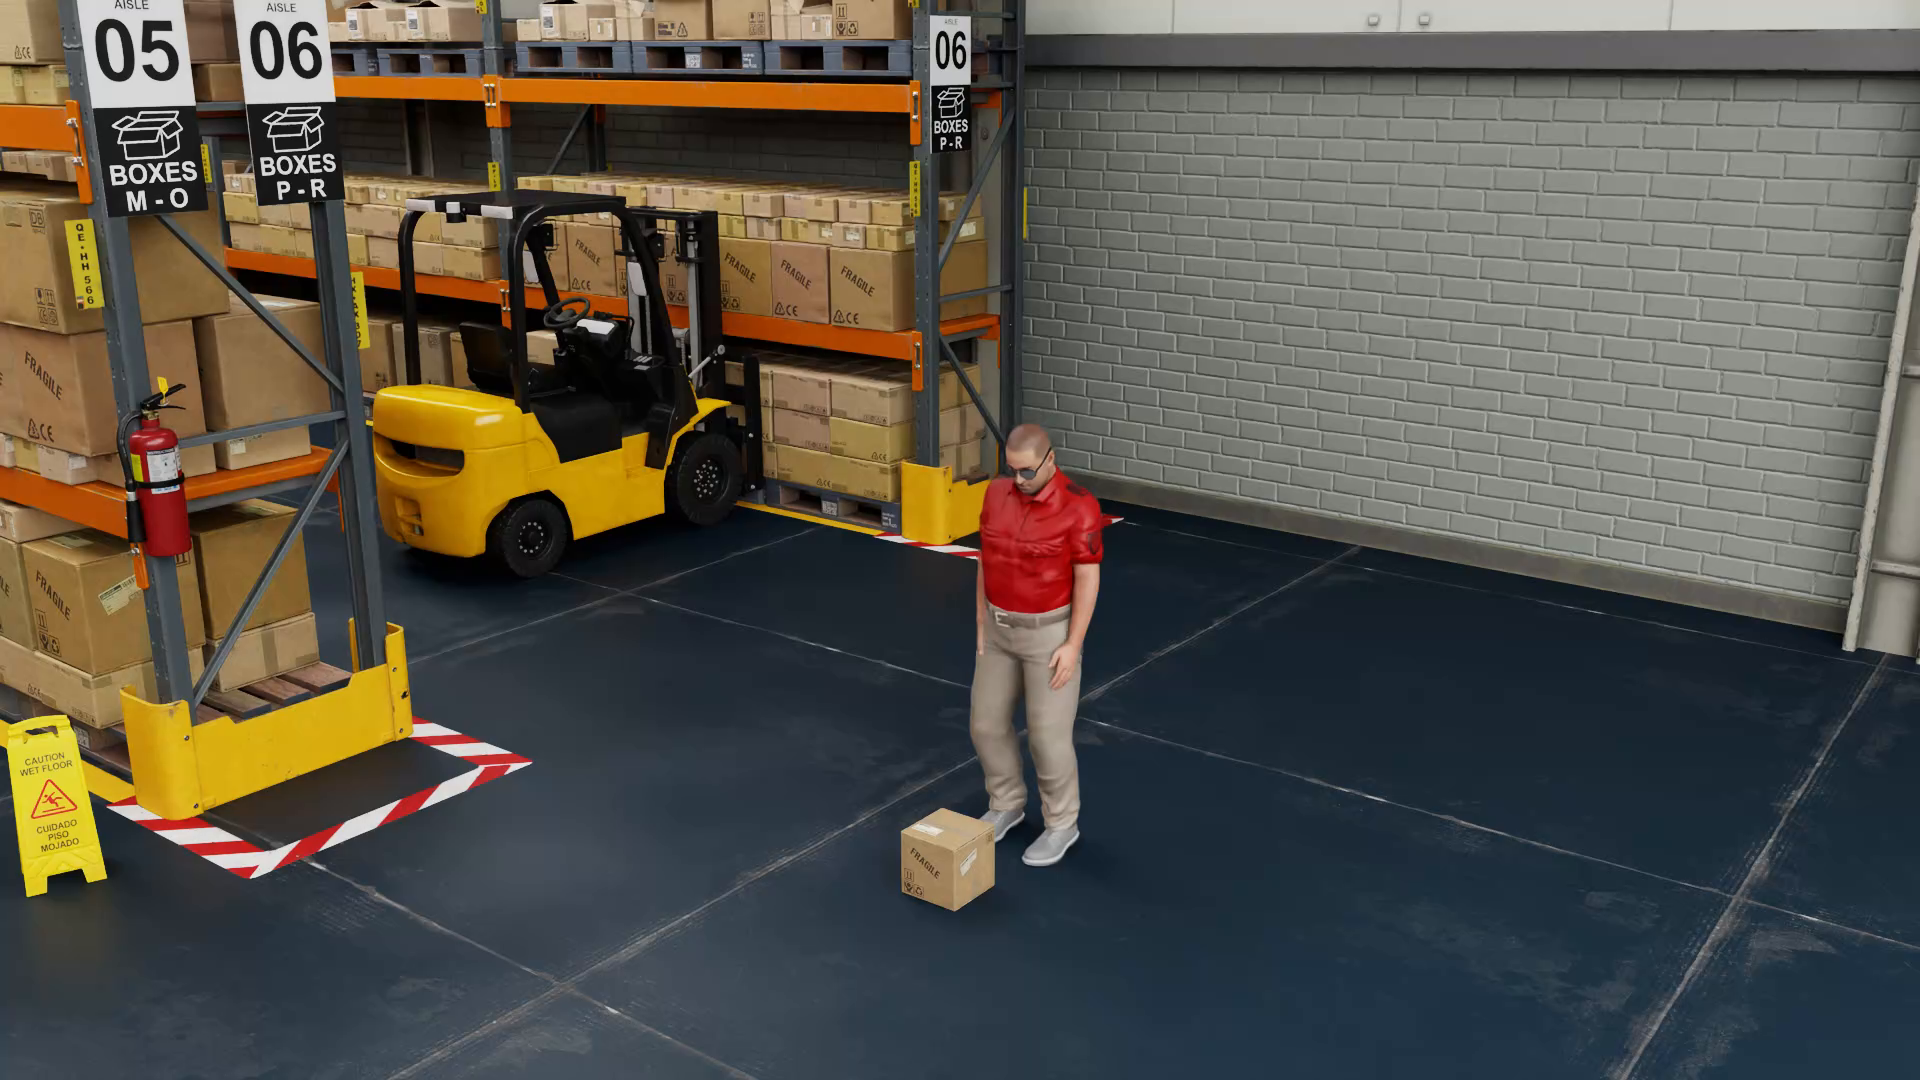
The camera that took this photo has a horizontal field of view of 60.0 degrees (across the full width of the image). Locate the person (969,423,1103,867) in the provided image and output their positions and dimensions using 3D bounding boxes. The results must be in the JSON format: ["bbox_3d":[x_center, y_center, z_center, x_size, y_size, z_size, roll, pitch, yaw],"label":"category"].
[{"bbox_3d":[0.284,0.380,6.338,0.544,1.704,0.376,12,21,36],"label":"person"}]
